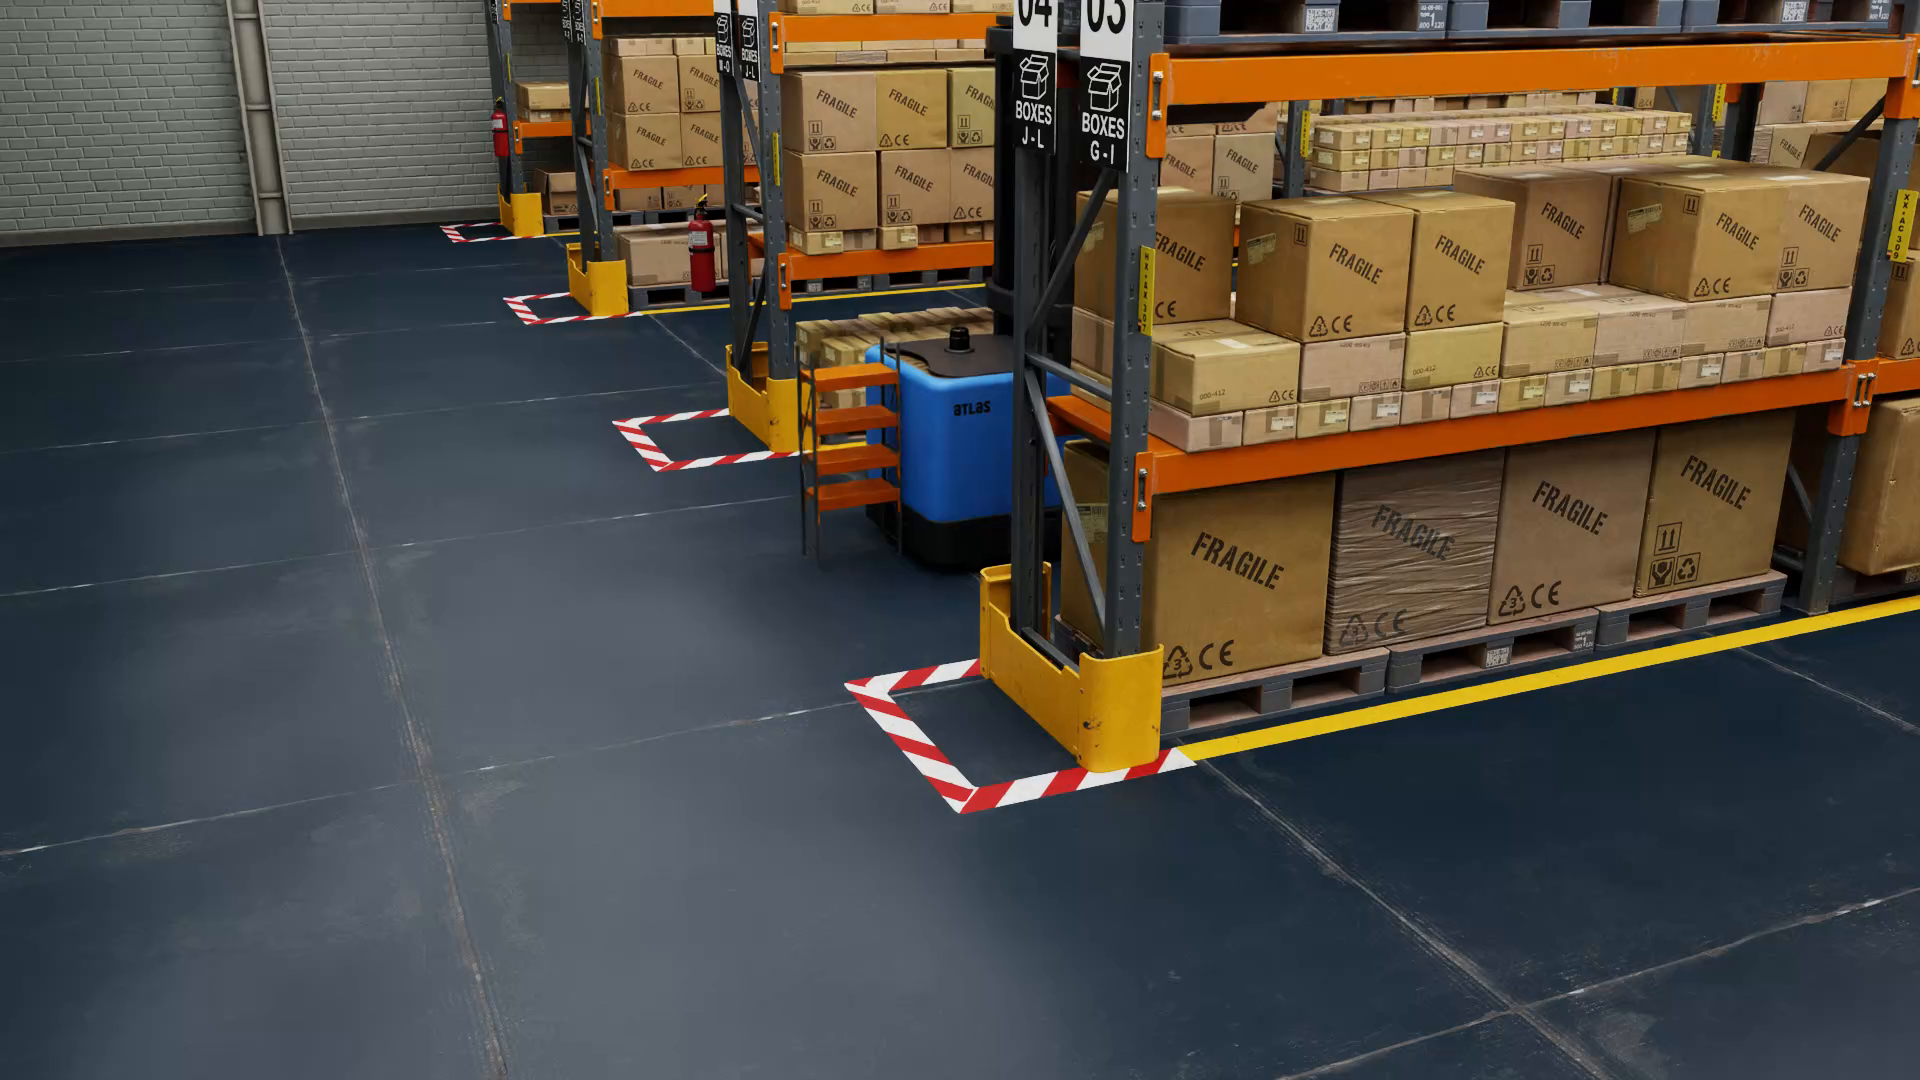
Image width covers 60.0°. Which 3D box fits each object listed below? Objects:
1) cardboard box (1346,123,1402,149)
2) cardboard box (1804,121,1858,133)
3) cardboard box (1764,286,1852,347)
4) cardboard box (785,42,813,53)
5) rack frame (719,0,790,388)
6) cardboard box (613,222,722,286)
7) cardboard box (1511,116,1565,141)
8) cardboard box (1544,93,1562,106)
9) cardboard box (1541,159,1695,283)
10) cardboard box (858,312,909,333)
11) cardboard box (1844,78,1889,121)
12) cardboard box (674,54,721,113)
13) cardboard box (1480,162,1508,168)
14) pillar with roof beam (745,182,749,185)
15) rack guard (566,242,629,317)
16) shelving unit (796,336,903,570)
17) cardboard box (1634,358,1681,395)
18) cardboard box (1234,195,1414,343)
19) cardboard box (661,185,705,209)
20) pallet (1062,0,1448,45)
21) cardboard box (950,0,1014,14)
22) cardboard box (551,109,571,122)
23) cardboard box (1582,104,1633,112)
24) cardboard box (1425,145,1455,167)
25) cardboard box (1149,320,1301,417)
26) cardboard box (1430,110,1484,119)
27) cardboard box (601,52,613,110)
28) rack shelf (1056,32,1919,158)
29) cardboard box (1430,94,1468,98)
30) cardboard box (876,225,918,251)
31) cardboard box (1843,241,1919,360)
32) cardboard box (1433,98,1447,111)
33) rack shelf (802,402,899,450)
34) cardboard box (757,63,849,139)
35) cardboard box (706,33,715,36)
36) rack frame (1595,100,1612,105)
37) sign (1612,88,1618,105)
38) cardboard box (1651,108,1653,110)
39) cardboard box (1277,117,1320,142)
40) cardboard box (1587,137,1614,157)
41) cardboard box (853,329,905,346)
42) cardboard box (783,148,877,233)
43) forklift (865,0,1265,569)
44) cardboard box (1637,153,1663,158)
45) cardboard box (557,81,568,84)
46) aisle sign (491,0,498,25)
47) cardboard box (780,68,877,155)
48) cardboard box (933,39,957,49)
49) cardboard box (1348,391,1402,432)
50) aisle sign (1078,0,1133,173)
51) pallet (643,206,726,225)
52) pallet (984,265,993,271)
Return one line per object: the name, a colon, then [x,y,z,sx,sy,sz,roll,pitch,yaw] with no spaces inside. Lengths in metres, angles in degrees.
cardboard box: [3.083,-3.019,12.431,0.250,0.149,0.380,-8,21,-20]
cardboard box: [7.406,-3.393,14.491,0.500,0.500,0.500,-8,21,-22]
cardboard box: [3.855,-1.115,7.949,0.500,0.250,0.500,-9,21,-23]
cardboard box: [-1.565,-4.657,15.599,0.250,0.149,0.380,-9,21,-23]
rack frame: [-1.388,-2.183,11.205,0.127,3.000,1.000,-8,21,-22]
cardboard box: [-2.875,-2.786,16.143,0.875,0.438,0.875,-9,21,-24]
cardboard box: [4.501,-3.222,13.005,0.250,0.149,0.380,-7,21,-19]
cardboard box: [6.742,-5.111,19.268,0.250,0.149,0.380,-9,21,-23]
cardboard box: [3.161,-1.559,8.082,0.500,0.500,0.500,-8,21,-22]
cardboard box: [-0.561,-1.552,12.178,0.250,0.149,0.380,-9,21,-23]
cardboard box: [7.777,-4.012,14.745,0.500,0.500,0.700,-8,21,-22]
cardboard box: [-2.416,-4.244,15.403,0.500,0.500,0.500,-9,21,-23]
cardboard box: [4.026,-2.873,12.912,0.250,0.149,0.380,-9,21,-23]
pillar with roof beam: [-1.029,-7.419,17.042,0.400,9.000,9.100,-8,21,-22]
rack guard: [-3.463,-2.497,15.860,0.348,0.500,1.175,-8,21,-22]
shelving unit: [-0.598,-0.472,9.057,0.503,1.200,0.258,-9,21,-24]
cardboard box: [3.062,-0.789,7.625,0.250,0.149,0.380,-8,21,-21]
cardboard box: [1.491,-1.127,6.854,0.500,0.500,0.500,-9,21,-23]
cardboard box: [-3.486,-4.402,20.640,0.500,0.500,0.500,-8,21,-21]
pallet: [1.161,-2.131,6.674,1.213,0.211,1.003,-8,21,-22]
cardboard box: [0.079,-3.648,11.074,0.500,0.250,0.500,-9,21,-24]
cardboard box: [-4.785,-5.081,19.814,0.250,0.149,0.380,-8,21,-21]
cardboard box: [5.453,-3.593,14.060,0.250,0.149,0.380,-8,21,-22]
cardboard box: [3.542,-2.944,12.664,0.250,0.149,0.380,-9,21,-24]
cardboard box: [1.032,-0.707,6.792,0.500,0.250,0.500,-9,21,-23]
cardboard box: [4.020,-3.389,13.480,0.250,0.149,0.380,-8,21,-23]
cardboard box: [-3.093,-4.334,15.658,0.500,0.500,0.500,-7,21,-20]
rack shelf: [2.321,-1.996,7.240,4.000,0.370,1.077,-8,21,-22]
cardboard box: [5.370,-5.248,18.680,0.500,0.500,0.500,-8,21,-21]
cardboard box: [-0.475,-2.072,11.269,0.250,0.149,0.380,-9,21,-23]
cardboard box: [4.678,-1.215,8.304,0.500,0.500,0.500,-8,21,-22]
cardboard box: [5.270,-4.931,18.757,0.250,0.149,0.380,-7,21,-19]
rack shelf: [-0.598,-0.620,9.005,0.480,0.148,0.258,-9,21,-24]
cardboard box: [-1.066,-2.978,11.359,0.500,0.500,0.500,-9,21,-23]
cardboard box: [-2.248,-4.746,15.851,0.250,0.149,0.380,-8,21,-22]
rack frame: [7.577,-5.258,19.938,0.127,3.000,1.000,-8,21,-22]
sign: [5.735,-3.950,14.481,0.005,0.325,0.100,-8,21,-22]
cardboard box: [8.205,-5.132,19.958,0.250,0.149,0.380,-8,21,-20]
cardboard box: [2.576,-3.181,12.891,0.250,0.149,0.380,-7,21,-19]
cardboard box: [4.970,-3.147,13.242,0.250,0.149,0.380,-8,21,-22]
cardboard box: [-0.567,-1.355,11.618,0.250,0.149,0.380,-8,21,-21]
cardboard box: [-0.866,-2.345,11.067,0.500,0.500,0.500,-7,21,-19]
forklift: [1.004,-1.541,9.487,3.031,2.935,1.130,-9,21,-24]
cardboard box: [5.458,-3.078,13.492,0.250,0.149,0.380,-8,21,-22]
cardboard box: [-4.620,-5.471,20.321,0.500,0.250,0.500,-8,21,-22]
aisle sign: [-5.357,-6.320,19.040,0.004,0.787,0.394,-8,21,-22]
cardboard box: [-0.870,-2.820,10.910,0.500,0.500,0.500,-8,21,-22]
cardboard box: [-0.210,-4.891,16.263,0.250,0.149,0.380,-8,21,-21]
cardboard box: [1.650,-0.587,7.051,0.250,0.149,0.380,-8,21,-23]
aisle sign: [0.537,-1.782,6.153,0.004,0.787,0.394,-8,21,-22]
pallet: [-3.491,-4.151,20.994,1.213,0.211,1.003,-8,21,-22]
pallet: [0.910,-3.014,17.765,1.213,0.211,1.003,-8,21,-22]
